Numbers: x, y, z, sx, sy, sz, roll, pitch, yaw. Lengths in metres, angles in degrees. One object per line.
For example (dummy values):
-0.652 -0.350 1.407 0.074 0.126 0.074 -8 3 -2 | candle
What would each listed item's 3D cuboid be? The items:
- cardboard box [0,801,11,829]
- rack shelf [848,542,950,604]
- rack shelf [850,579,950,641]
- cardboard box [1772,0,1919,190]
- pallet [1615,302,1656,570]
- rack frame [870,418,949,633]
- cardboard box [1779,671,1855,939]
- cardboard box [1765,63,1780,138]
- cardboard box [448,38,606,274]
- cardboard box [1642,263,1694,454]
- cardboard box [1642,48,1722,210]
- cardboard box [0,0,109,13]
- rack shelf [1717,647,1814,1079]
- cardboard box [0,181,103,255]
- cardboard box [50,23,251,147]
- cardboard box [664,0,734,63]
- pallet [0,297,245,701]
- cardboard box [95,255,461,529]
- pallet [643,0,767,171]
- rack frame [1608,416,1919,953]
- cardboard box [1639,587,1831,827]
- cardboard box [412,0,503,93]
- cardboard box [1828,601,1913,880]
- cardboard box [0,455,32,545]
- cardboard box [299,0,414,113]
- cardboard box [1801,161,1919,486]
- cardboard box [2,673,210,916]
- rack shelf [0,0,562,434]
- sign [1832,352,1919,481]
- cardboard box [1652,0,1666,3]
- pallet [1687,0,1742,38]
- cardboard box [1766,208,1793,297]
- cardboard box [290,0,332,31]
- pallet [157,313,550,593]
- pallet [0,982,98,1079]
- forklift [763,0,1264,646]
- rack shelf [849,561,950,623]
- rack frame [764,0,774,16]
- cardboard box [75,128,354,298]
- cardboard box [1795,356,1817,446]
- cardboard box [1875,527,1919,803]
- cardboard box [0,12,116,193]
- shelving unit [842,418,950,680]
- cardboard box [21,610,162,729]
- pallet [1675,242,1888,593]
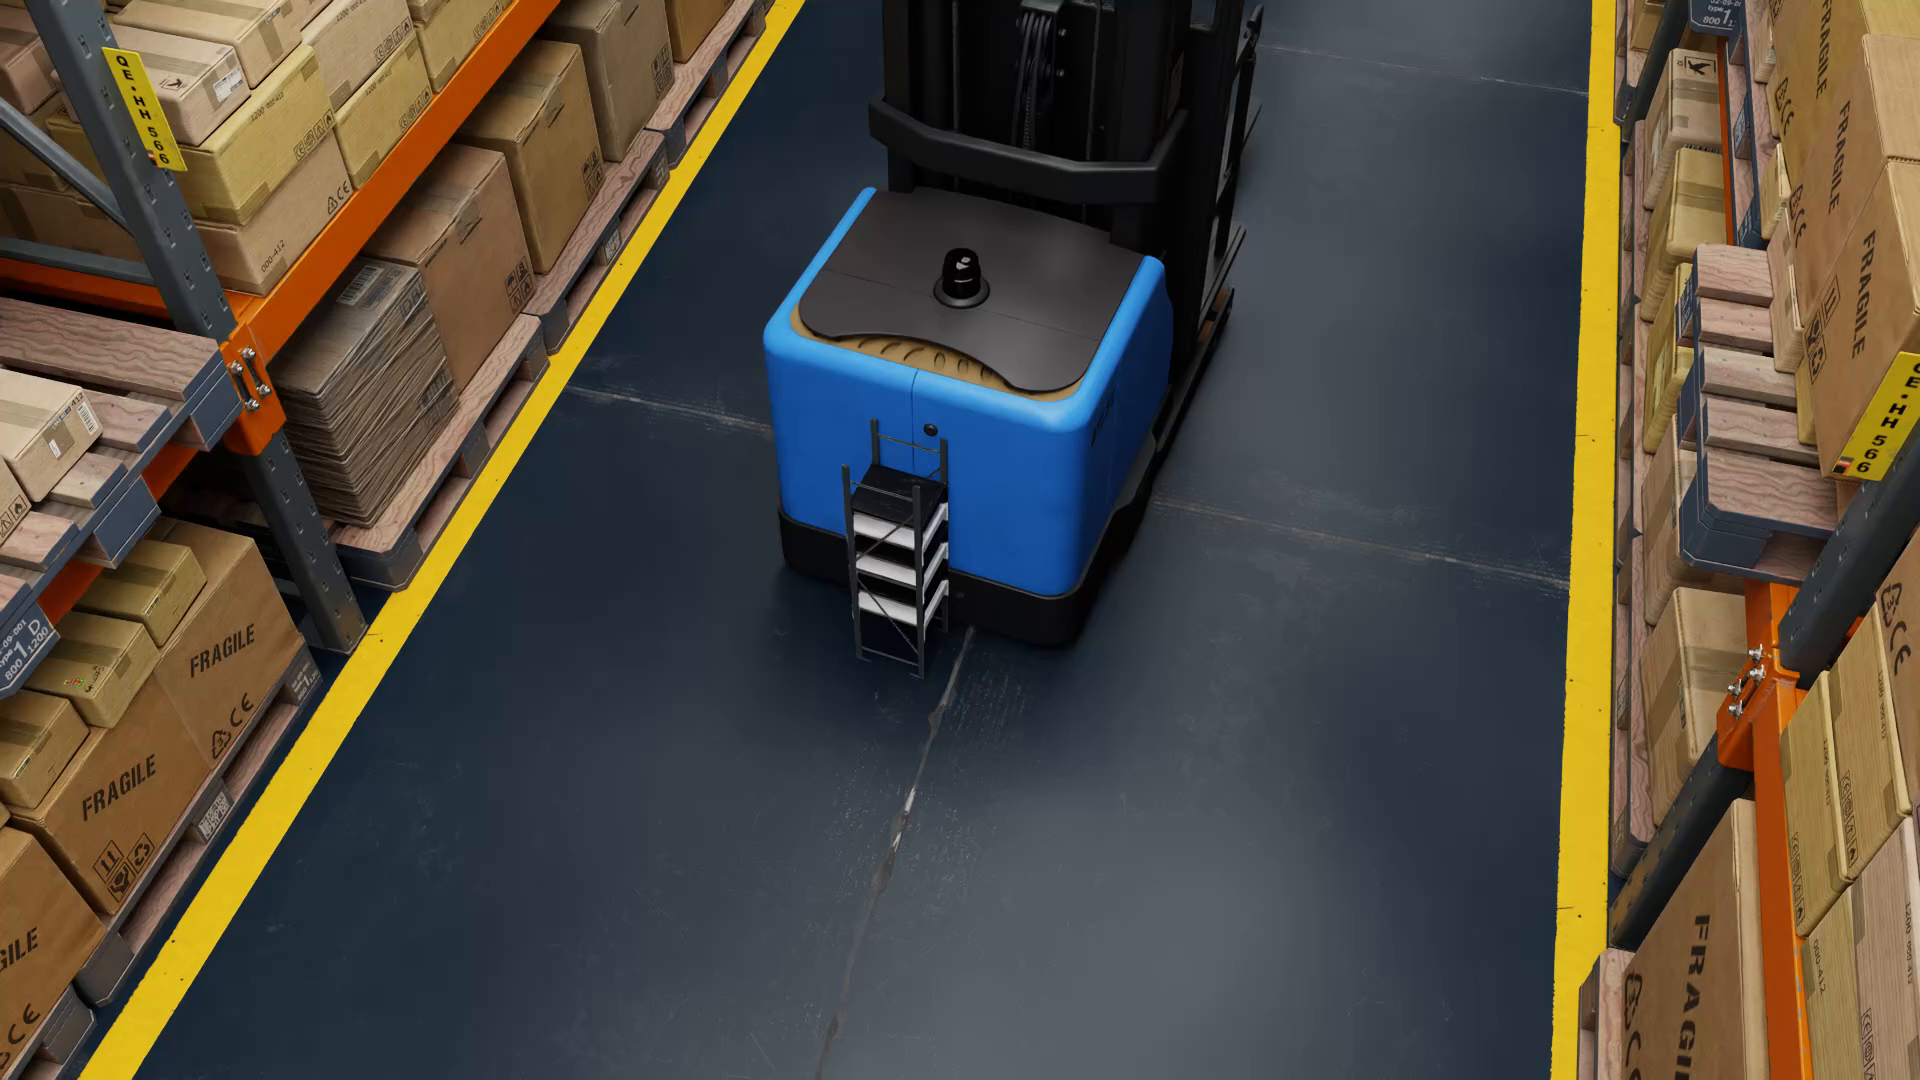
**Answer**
-2.602 0.693 4.092 0.380 0.149 0.250 13 50 11 | cardboard box
-0.187 0.068 5.134 0.258 0.077 0.200 17 51 14 | rack shelf
-0.187 0.187 5.269 0.258 0.077 0.200 17 51 14 | rack shelf
2.449 -1.174 4.240 0.500 0.500 0.500 9 49 7 | cardboard box
2.870 -0.300 5.874 1.003 0.211 1.213 12 50 10 | pallet
-0.150 -0.025 5.172 0.240 0.900 0.006 17 51 14 | rack frame
1.968 0.576 3.341 0.500 0.250 0.500 11 49 9 | cardboard box
2.531 -1.254 4.744 0.380 0.149 0.250 10 49 9 | cardboard box
-1.931 -1.518 6.393 0.875 0.625 0.625 10 49 8 | cardboard box
2.890 -0.537 5.696 0.950 0.372 0.625 13 50 11 | cardboard box
3.257 -1.561 6.600 0.950 0.372 0.625 12 50 11 | cardboard box
-2.598 -1.490 4.565 0.380 0.149 0.250 13 50 11 | cardboard box
1.814 1.906 2.547 1.077 0.370 4.000 12 50 10 | rack shelf
-2.578 -1.081 4.804 0.500 0.250 0.500 11 49 9 | cardboard box
-2.082 -1.175 4.287 0.380 0.149 0.250 13 50 11 | cardboard box
-1.523 -2.622 7.367 0.875 0.625 0.625 14 50 12 | cardboard box
-2.560 -0.188 4.043 1.213 0.211 1.003 12 50 10 | pallet
-2.272 -0.557 5.545 0.875 0.625 0.625 13 50 11 | cardboard box
-1.553 -2.185 7.538 1.003 0.211 1.213 12 50 10 | pallet
2.340 0.222 3.554 1.000 3.000 0.127 12 50 10 | rack frame
2.498 0.545 4.740 0.950 0.372 0.625 9 49 7 | cardboard box
-1.831 -1.715 5.363 0.500 0.250 0.500 10 49 9 | cardboard box
1.968 0.424 3.142 0.500 0.250 0.500 11 50 10 | cardboard box
-2.415 -0.018 3.585 0.500 0.250 0.500 9 49 8 | cardboard box
-1.964 -1.506 4.845 0.500 0.250 0.500 13 50 11 | cardboard box
2.191 -0.433 3.586 0.500 0.500 0.500 10 49 9 | cardboard box
-2.495 0.641 4.571 0.500 0.500 0.500 11 49 9 | cardboard box
-1.923 -1.964 5.962 1.077 0.370 4.000 12 50 10 | rack shelf
1.814 -0.236 3.238 0.100 0.325 0.005 12 50 10 | sign
3.290 -2.630 7.124 0.500 0.500 0.500 11 49 10 | cardboard box
3.051 -2.084 5.717 1.003 0.211 1.213 12 50 10 | pallet
2.297 -0.698 4.252 0.380 0.149 0.250 9 49 8 | cardboard box
-1.970 -1.560 4.627 0.380 0.149 0.250 13 50 11 | cardboard box
-2.195 -0.420 5.980 1.003 0.211 1.213 12 50 10 | pallet
-3.006 1.580 4.215 1.003 0.211 1.213 12 50 10 | pallet
0.416 -1.756 5.345 1.130 2.935 3.031 17 51 14 | forklift
-0.187 0.128 5.202 0.258 0.077 0.200 17 51 14 | rack shelf
-1.397 -3.648 6.969 1.000 3.000 0.127 12 50 10 | rack frame
-2.097 -0.978 4.713 0.500 0.250 0.500 12 50 10 | cardboard box
2.200 -0.326 3.925 0.380 0.149 0.250 12 50 11 | cardboard box
1.974 0.166 2.869 0.500 0.500 0.500 10 49 9 | cardboard box
-2.600 -1.251 4.620 0.500 0.250 0.500 13 50 11 | cardboard box
-0.187 0.046 5.109 0.258 0.900 0.210 17 51 14 | shelving unit
-2.377 0.329 4.413 0.380 0.149 0.250 9 49 8 | cardboard box
2.425 -0.251 4.099 1.213 0.211 1.003 12 50 10 | pallet
